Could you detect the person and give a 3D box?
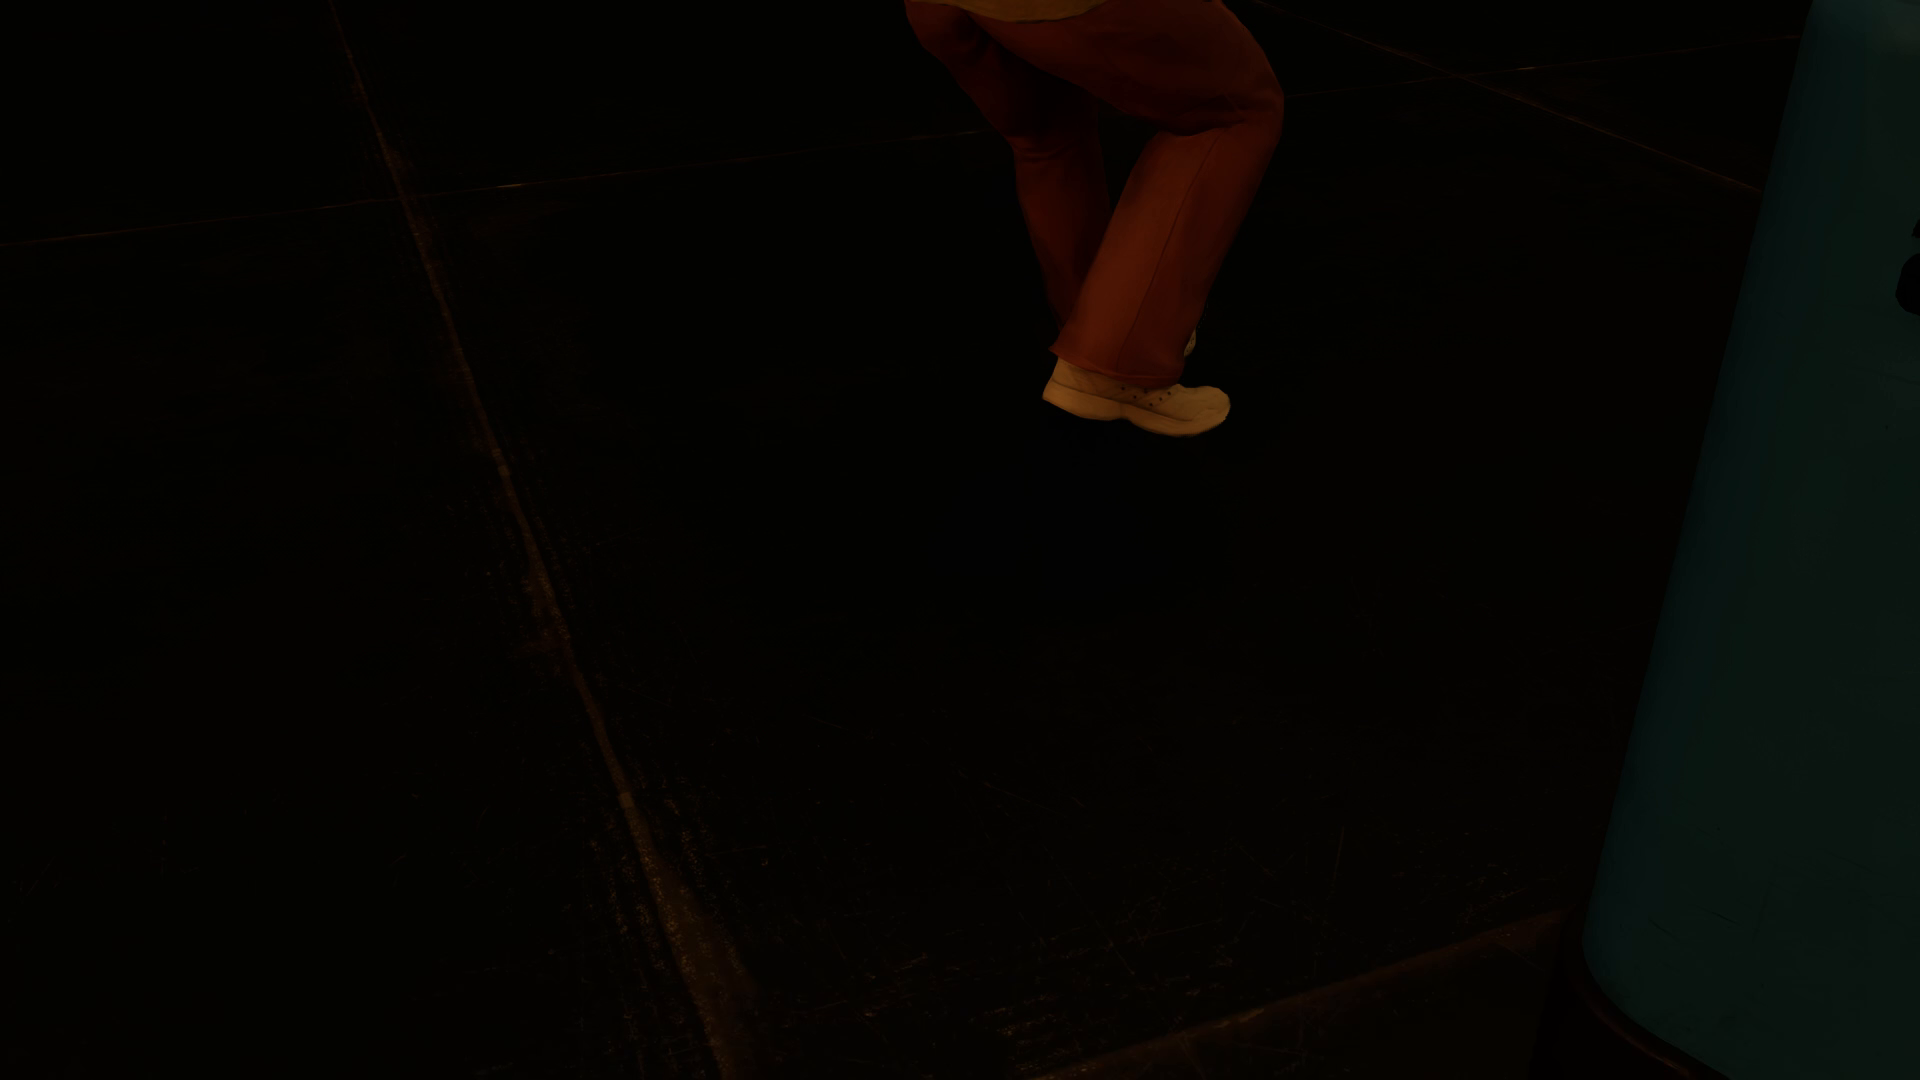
[{"bbox_3d":[0.200,-0.848,2.331,0.902,1.564,0.802,24,38,36],"label":"person"}]
